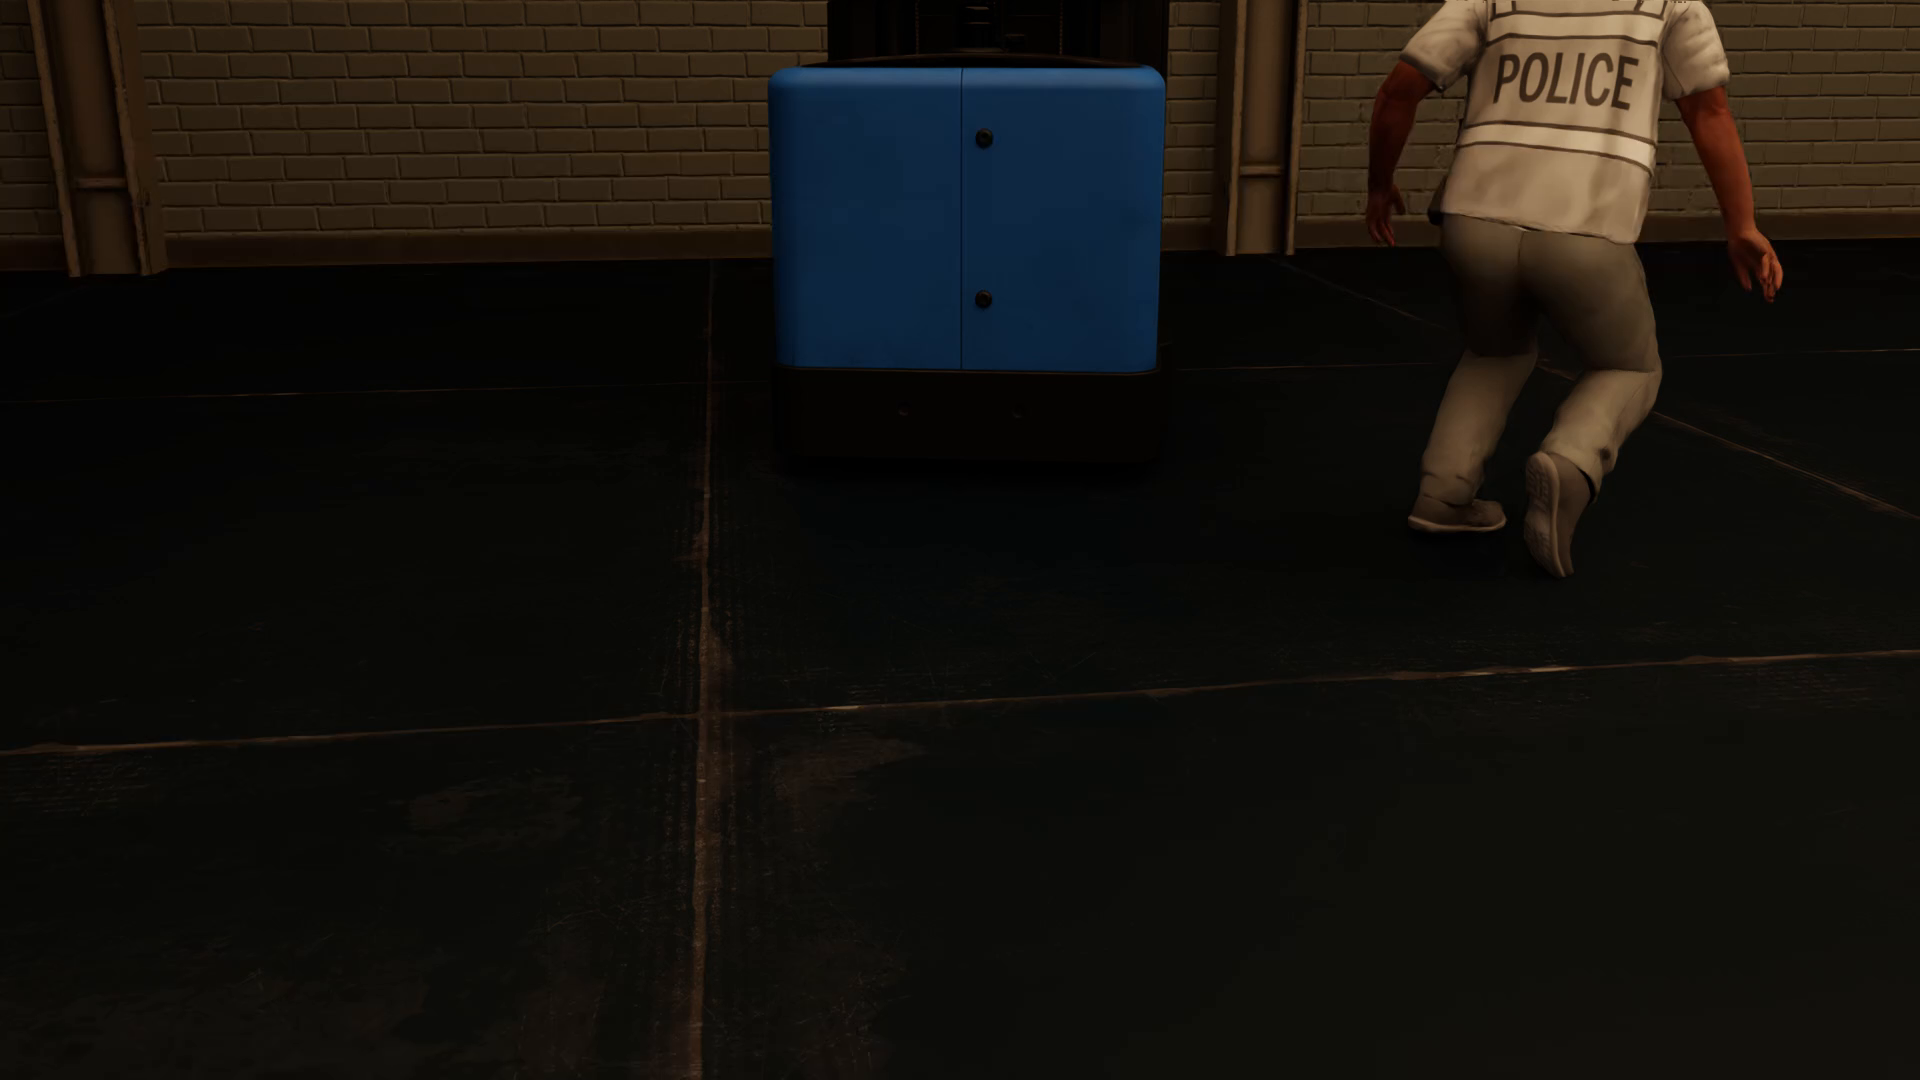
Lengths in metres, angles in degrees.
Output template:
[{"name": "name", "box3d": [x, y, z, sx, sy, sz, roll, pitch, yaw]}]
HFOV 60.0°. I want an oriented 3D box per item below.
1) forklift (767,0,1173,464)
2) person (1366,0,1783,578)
[{"name": "forklift", "box3d": [0.144, -1.981, 5.462, 1.130, 2.935, 3.031, 2, 17, 5]}, {"name": "person", "box3d": [1.351, -0.713, 3.732, 0.921, 1.578, 0.610, 8, 19, 26]}]
